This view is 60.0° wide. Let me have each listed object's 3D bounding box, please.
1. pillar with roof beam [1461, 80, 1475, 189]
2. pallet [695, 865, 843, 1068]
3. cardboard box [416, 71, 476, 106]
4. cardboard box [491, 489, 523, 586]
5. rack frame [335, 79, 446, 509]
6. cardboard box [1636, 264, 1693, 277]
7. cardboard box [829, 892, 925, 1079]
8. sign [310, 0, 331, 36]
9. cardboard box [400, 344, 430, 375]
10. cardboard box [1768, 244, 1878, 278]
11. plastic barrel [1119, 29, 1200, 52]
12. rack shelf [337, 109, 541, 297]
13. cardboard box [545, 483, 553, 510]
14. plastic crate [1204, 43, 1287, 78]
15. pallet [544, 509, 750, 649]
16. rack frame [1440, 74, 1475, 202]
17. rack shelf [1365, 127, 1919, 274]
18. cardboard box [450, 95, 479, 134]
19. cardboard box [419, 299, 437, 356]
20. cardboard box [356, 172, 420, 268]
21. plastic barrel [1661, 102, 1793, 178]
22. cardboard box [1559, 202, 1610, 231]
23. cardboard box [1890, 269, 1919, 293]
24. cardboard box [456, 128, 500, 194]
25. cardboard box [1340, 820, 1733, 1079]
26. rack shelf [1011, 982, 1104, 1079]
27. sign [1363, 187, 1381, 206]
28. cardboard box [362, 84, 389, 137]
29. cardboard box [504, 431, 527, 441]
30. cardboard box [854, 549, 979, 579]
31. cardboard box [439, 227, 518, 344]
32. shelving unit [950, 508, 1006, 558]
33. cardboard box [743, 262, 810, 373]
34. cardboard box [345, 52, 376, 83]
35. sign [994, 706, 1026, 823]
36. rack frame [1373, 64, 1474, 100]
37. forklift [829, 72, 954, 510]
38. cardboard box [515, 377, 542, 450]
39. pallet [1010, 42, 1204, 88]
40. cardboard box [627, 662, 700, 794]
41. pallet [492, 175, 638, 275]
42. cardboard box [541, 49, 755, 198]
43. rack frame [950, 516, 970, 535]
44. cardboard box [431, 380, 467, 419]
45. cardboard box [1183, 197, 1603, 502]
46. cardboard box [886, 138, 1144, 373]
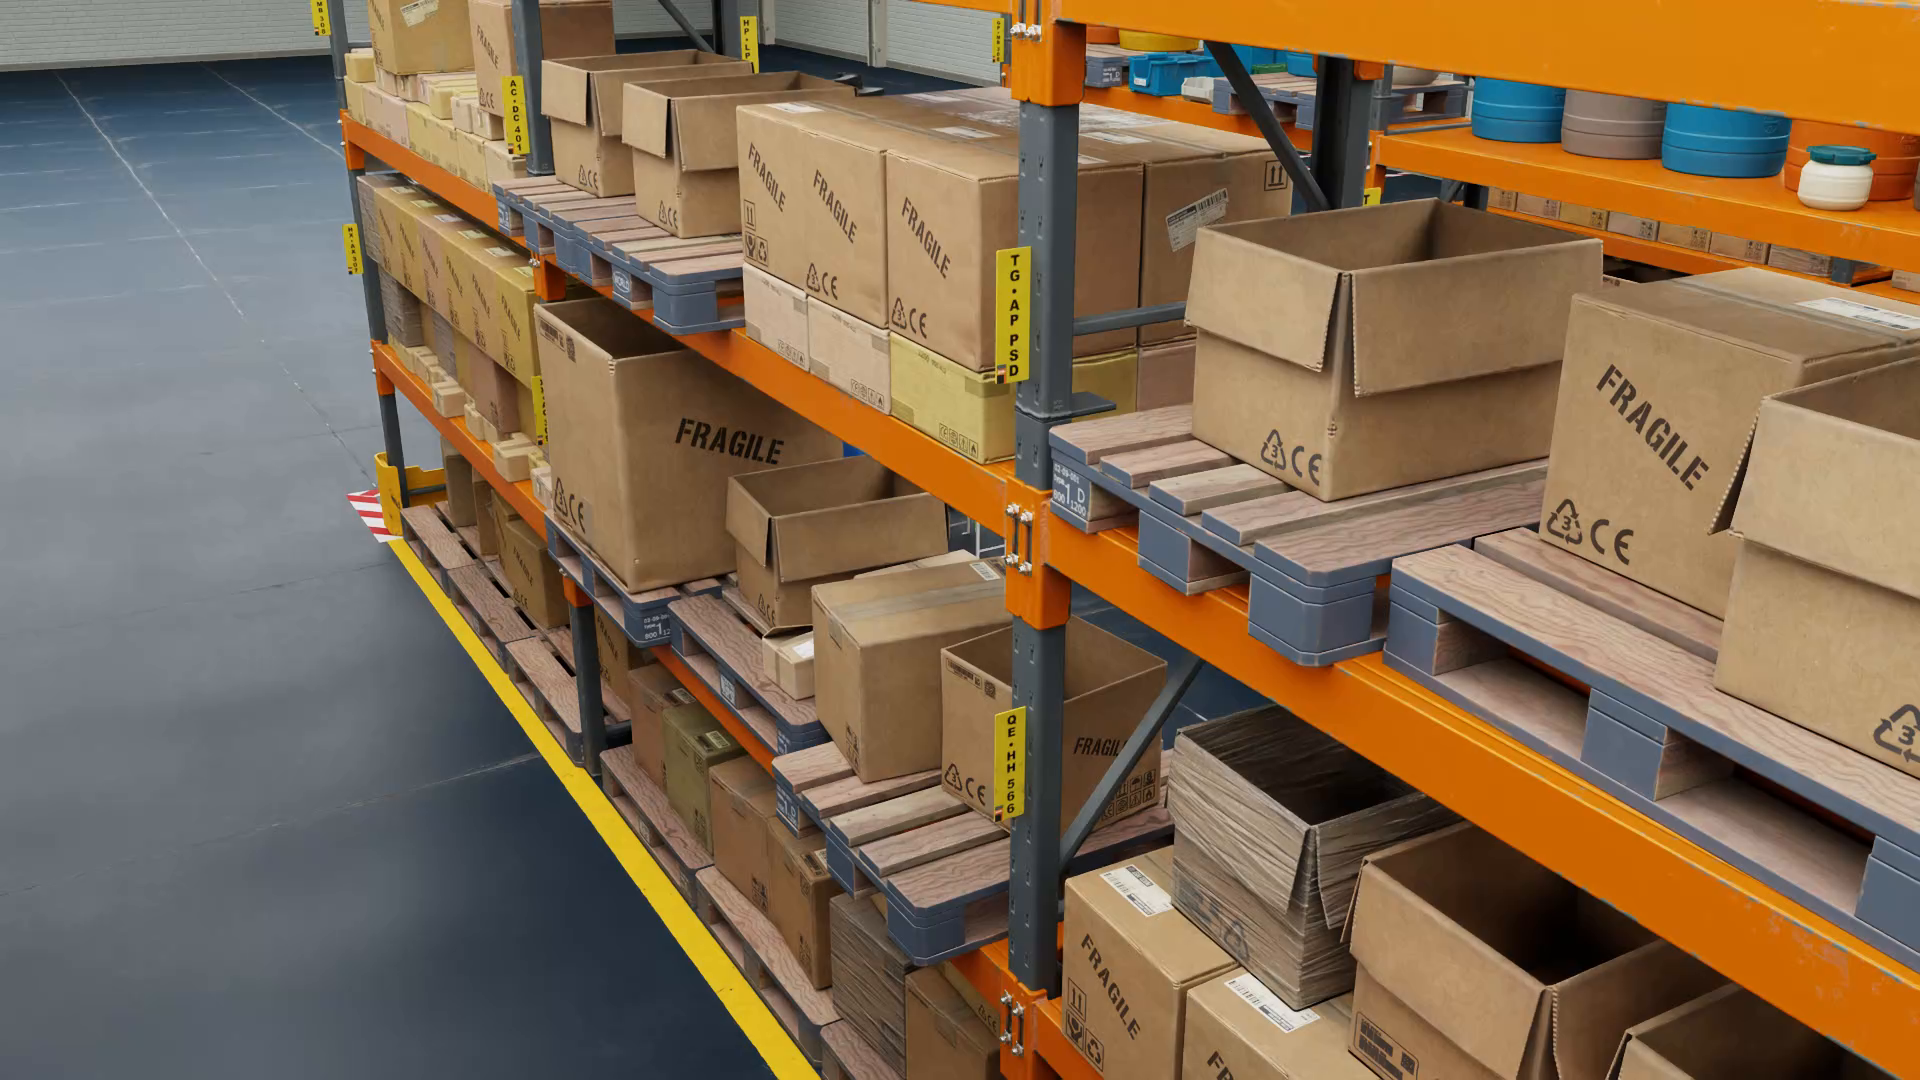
[{"bbox_3d":[3.621,-8.291,19.758,9.100,9.000,0.400,-13,25,-28],"label":"pillar with roof beam"},{"bbox_3d":[-0.420,1.634,7.010,1.003,0.211,1.213,-13,25,-28],"label":"pallet"},{"bbox_3d":[-2.745,-2.471,9.094,0.380,0.149,0.250,-13,25,-29],"label":"cardboard box"},{"bbox_3d":[-2.546,-0.037,10.182,0.500,0.500,0.500,-10,24,-23],"label":"cardboard box"},{"bbox_3d":[-3.489,-1.599,11.263,1.000,3.000,0.127,-13,25,-28],"label":"rack frame"},{"bbox_3d":[6.336,-2.172,14.771,0.500,0.500,0.500,-13,25,-28],"label":"cardboard box"},{"bbox_3d":[-0.057,1.554,6.239,0.700,0.500,0.500,-15,27,-33],"label":"cardboard box"},{"bbox_3d":[-3.956,-3.290,10.277,0.100,0.325,0.005,-13,25,-28],"label":"sign"},{"bbox_3d":[-3.323,-1.177,10.556,0.380,0.149,0.250,-13,25,-28],"label":"cardboard box"},{"bbox_3d":[6.840,-2.398,13.094,0.700,0.500,0.500,-13,26,-30],"label":"cardboard box"},{"bbox_3d":[1.460,-3.879,12.080,0.600,0.588,0.600,0,22,0],"label":"plastic barrel"},{"bbox_3d":[-2.468,-2.008,9.241,1.077,0.370,4.000,-13,25,-28],"label":"rack shelf"},{"bbox_3d":[-1.809,-0.201,8.157,0.380,0.149,0.250,-13,25,-28],"label":"cardboard box"},{"bbox_3d":[2.002,-3.375,11.669,0.392,0.384,0.575,-13,25,-28],"label":"plastic crate"},{"bbox_3d":[-1.181,0.060,7.436,1.003,0.211,1.213,-13,25,-28],"label":"pallet"},{"bbox_3d":[5.029,-3.504,15.948,1.000,3.000,0.127,-13,25,-28],"label":"rack frame"},{"bbox_3d":[3.834,-1.666,8.399,1.077,0.370,4.000,-13,25,-28],"label":"rack shelf"},{"bbox_3d":[-2.284,-2.112,8.210,0.380,0.149,0.250,-13,26,-30],"label":"cardboard box"},{"bbox_3d":[-2.874,-1.461,10.396,0.875,0.500,0.500,-13,25,-28],"label":"cardboard box"},{"bbox_3d":[-3.443,-2.016,10.433,0.500,0.500,0.500,-13,25,-28],"label":"cardboard box"},{"bbox_3d":[3.926,-2.333,8.418,0.600,0.901,0.708,-13,25,-28],"label":"plastic barrel"},{"bbox_3d":[5.777,-3.065,14.737,0.700,0.500,0.500,-12,25,-28],"label":"cardboard box"},{"bbox_3d":[7.361,-1.988,12.419,0.500,0.250,0.500,-11,25,-25],"label":"cardboard box"},{"bbox_3d":[-2.161,-1.893,8.201,0.500,0.250,0.500,-12,25,-27],"label":"cardboard box"},{"bbox_3d":[1.287,0.930,3.574,0.797,0.503,0.637,-12,25,-27],"label":"cardboard box"},{"bbox_3d":[1.619,1.971,3.434,1.077,0.370,4.000,-13,25,-28],"label":"rack shelf"},{"bbox_3d":[1.078,-0.780,4.471,0.100,0.325,0.005,-13,25,-28],"label":"sign"},{"bbox_3d":[-3.197,-2.548,9.812,0.500,0.250,0.500,-13,26,-29],"label":"cardboard box"},{"bbox_3d":[-2.242,-0.542,8.996,0.380,0.149,0.250,-13,25,-28],"label":"cardboard box"},{"bbox_3d":[-0.061,0.278,6.284,0.500,0.250,0.500,-13,26,-30],"label":"cardboard box"},{"bbox_3d":[-2.424,-1.368,8.839,0.500,0.500,0.500,-13,25,-28],"label":"cardboard box"},{"bbox_3d":[0.085,-0.502,10.954,0.258,1.200,0.503,-13,25,-28],"label":"shelving unit"},{"bbox_3d":[-0.376,-0.758,5.408,0.500,0.250,0.500,-12,25,-27],"label":"cardboard box"},{"bbox_3d":[-3.498,-2.868,10.070,0.380,0.149,0.250,-12,25,-27],"label":"cardboard box"},{"bbox_3d":[0.135,0.598,4.424,0.100,0.325,0.005,-13,25,-28],"label":"sign"},{"bbox_3d":[2.812,-4.036,9.291,1.000,3.000,0.127,-13,25,-28],"label":"rack frame"},{"bbox_3d":[-1.293,-1.850,11.971,1.130,2.935,3.031,-20,29,-39],"label":"forklift"},{"bbox_3d":[-1.848,-0.815,8.805,0.875,0.500,0.500,-13,25,-28],"label":"cardboard box"},{"bbox_3d":[1.107,-3.568,12.372,1.003,0.211,1.213,-13,25,-28],"label":"pallet"},{"bbox_3d":[-1.151,0.852,7.966,0.700,0.500,0.500,-15,26,-32],"label":"cardboard box"},{"bbox_3d":[-1.222,-1.387,7.006,1.213,0.211,1.003,-13,25,-28],"label":"pallet"},{"bbox_3d":[-1.291,-1.765,6.993,0.797,0.503,0.637,-14,26,-31],"label":"cardboard box"},{"bbox_3d":[-0.040,-0.581,11.148,0.240,1.200,0.015,-13,25,-28],"label":"rack frame"},{"bbox_3d":[-2.866,-0.841,9.730,0.380,0.149,0.250,-13,25,-28],"label":"cardboard box"},{"bbox_3d":[0.971,-0.458,3.777,0.797,0.503,0.637,-11,25,-25],"label":"cardboard box"},{"bbox_3d":[0.138,-0.784,4.475,0.500,0.500,0.500,-12,25,-27],"label":"cardboard box"}]
